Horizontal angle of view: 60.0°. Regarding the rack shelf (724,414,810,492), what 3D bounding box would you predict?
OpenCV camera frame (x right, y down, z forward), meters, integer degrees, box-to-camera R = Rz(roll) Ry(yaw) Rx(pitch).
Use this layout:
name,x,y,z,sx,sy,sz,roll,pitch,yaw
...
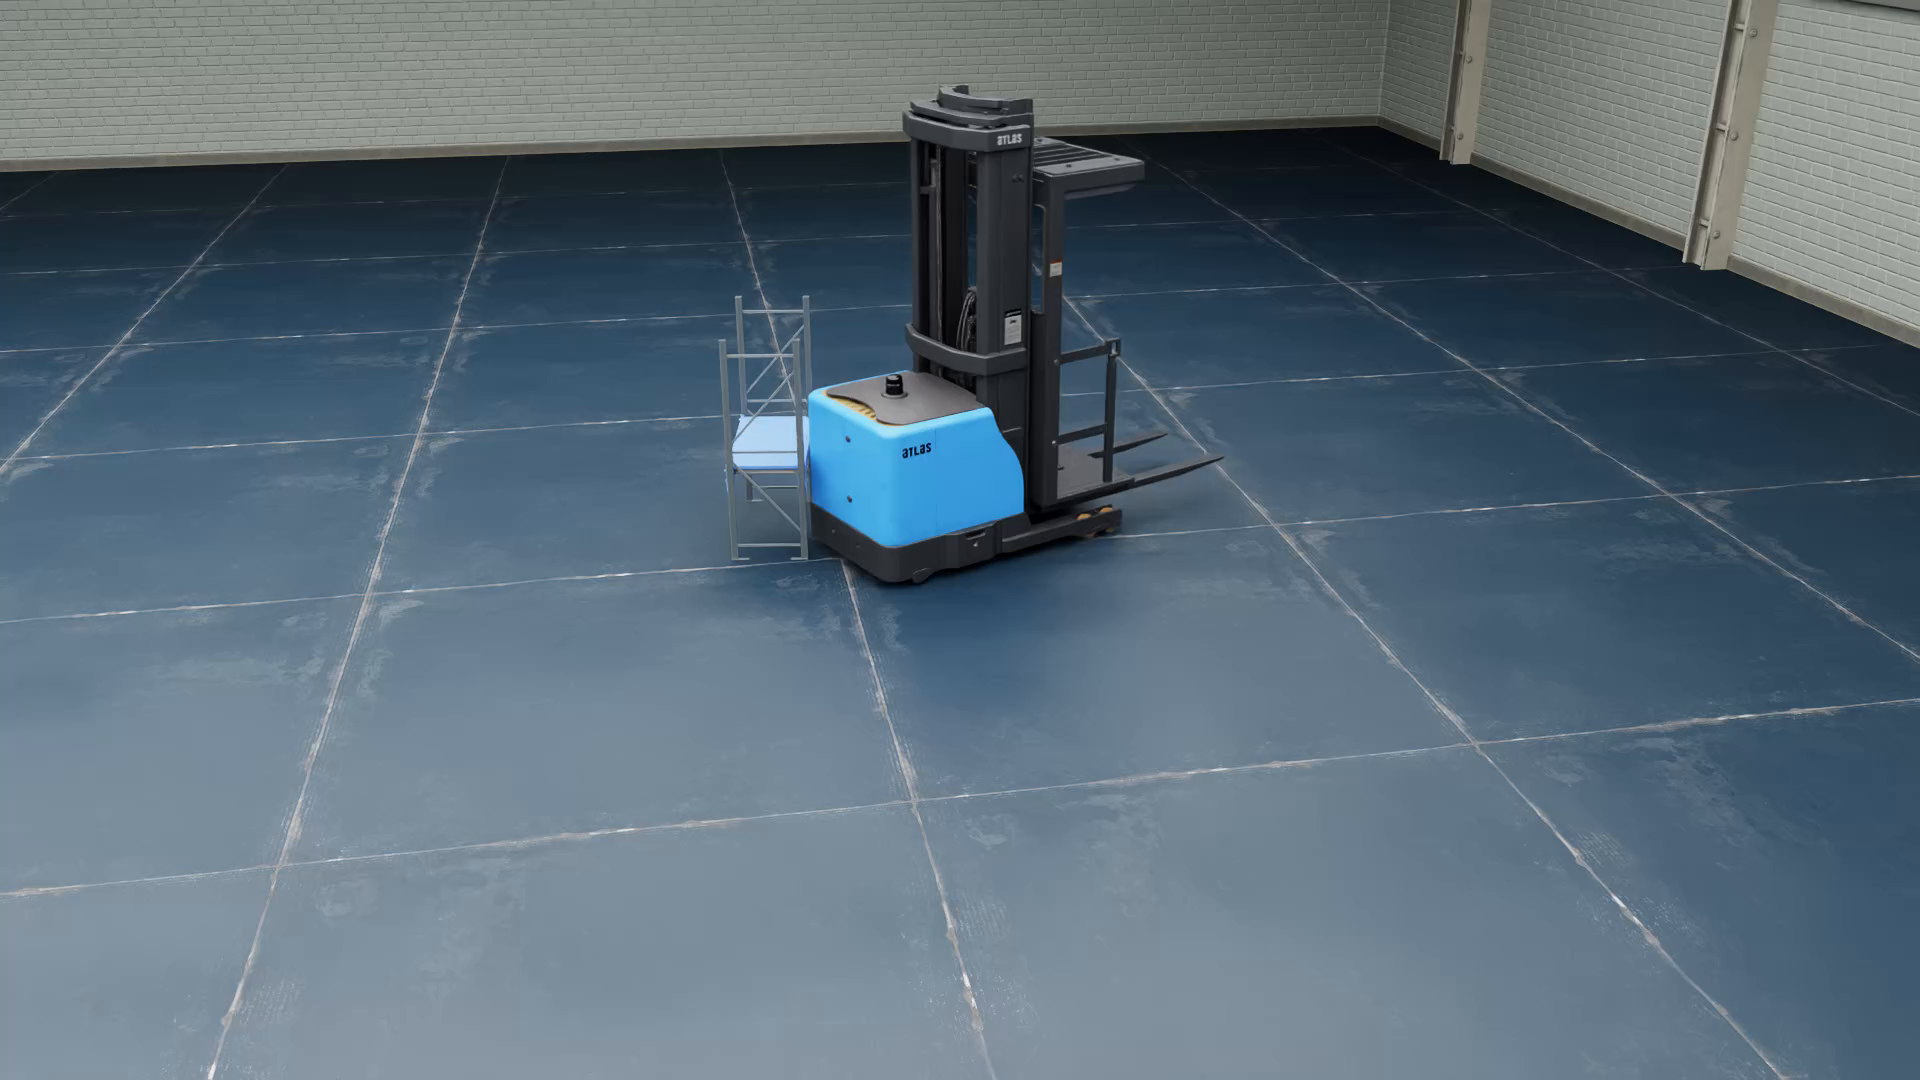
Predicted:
name,x,y,z,sx,sy,sz,roll,pitch,yaw
rack shelf,-1.263,-0.597,11.193,0.538,0.185,1.000,-1,24,-1

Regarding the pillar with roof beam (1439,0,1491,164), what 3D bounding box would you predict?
name,x,y,z,sx,sy,sz,roll,pitch,yaw
pillar with roof beam,2.773,-9.159,20.978,9.100,9.000,0.400,-4,24,-10

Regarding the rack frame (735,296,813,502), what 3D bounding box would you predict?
name,x,y,z,sx,sy,sz,roll,pitch,yaw
rack frame,-1.275,-0.966,11.587,0.500,1.500,0.032,-1,24,-1

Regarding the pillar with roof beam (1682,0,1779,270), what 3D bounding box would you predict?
name,x,y,z,sx,sy,sz,roll,pitch,yaw
pillar with roof beam,3.883,-6.799,15.575,9.100,9.000,0.400,-4,24,-10

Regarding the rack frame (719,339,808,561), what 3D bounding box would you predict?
name,x,y,z,sx,sy,sz,roll,pitch,yaw
rack frame,-1.250,-0.559,10.656,0.500,1.500,0.032,-1,24,-1

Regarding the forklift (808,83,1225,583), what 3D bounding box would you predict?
name,x,y,z,sx,sy,sz,roll,pitch,yaw
forklift,0.497,-1.512,11.050,3.031,2.935,1.130,-16,28,-32

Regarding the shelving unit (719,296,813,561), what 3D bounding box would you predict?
name,x,y,z,sx,sy,sz,roll,pitch,yaw
shelving unit,-1.263,-0.762,11.121,0.538,1.500,1.048,-1,24,-1
